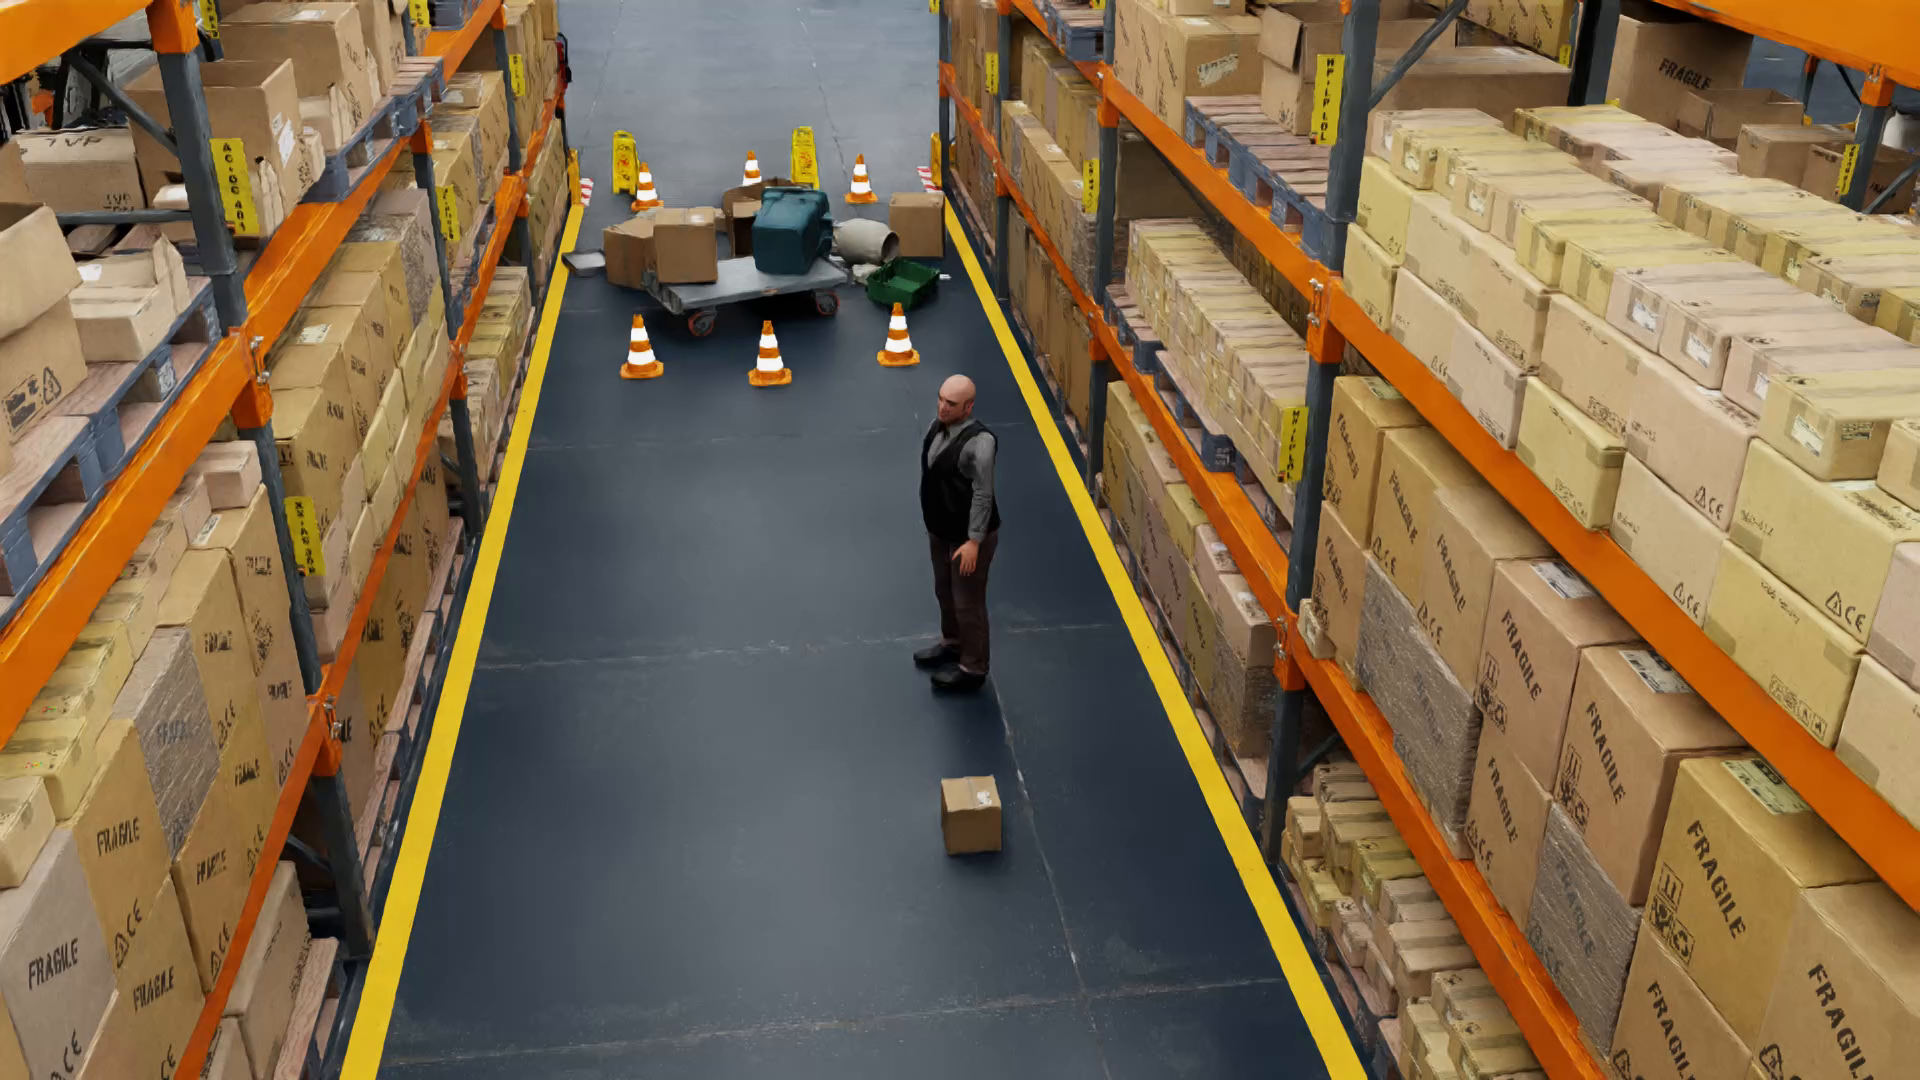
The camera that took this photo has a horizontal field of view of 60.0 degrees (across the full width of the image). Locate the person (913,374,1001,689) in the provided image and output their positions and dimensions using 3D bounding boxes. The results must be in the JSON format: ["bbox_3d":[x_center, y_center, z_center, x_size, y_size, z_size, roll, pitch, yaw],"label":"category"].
[{"bbox_3d":[-0.020,-0.041,8.672,0.380,1.732,0.587,-14,30,-26],"label":"person"}]
